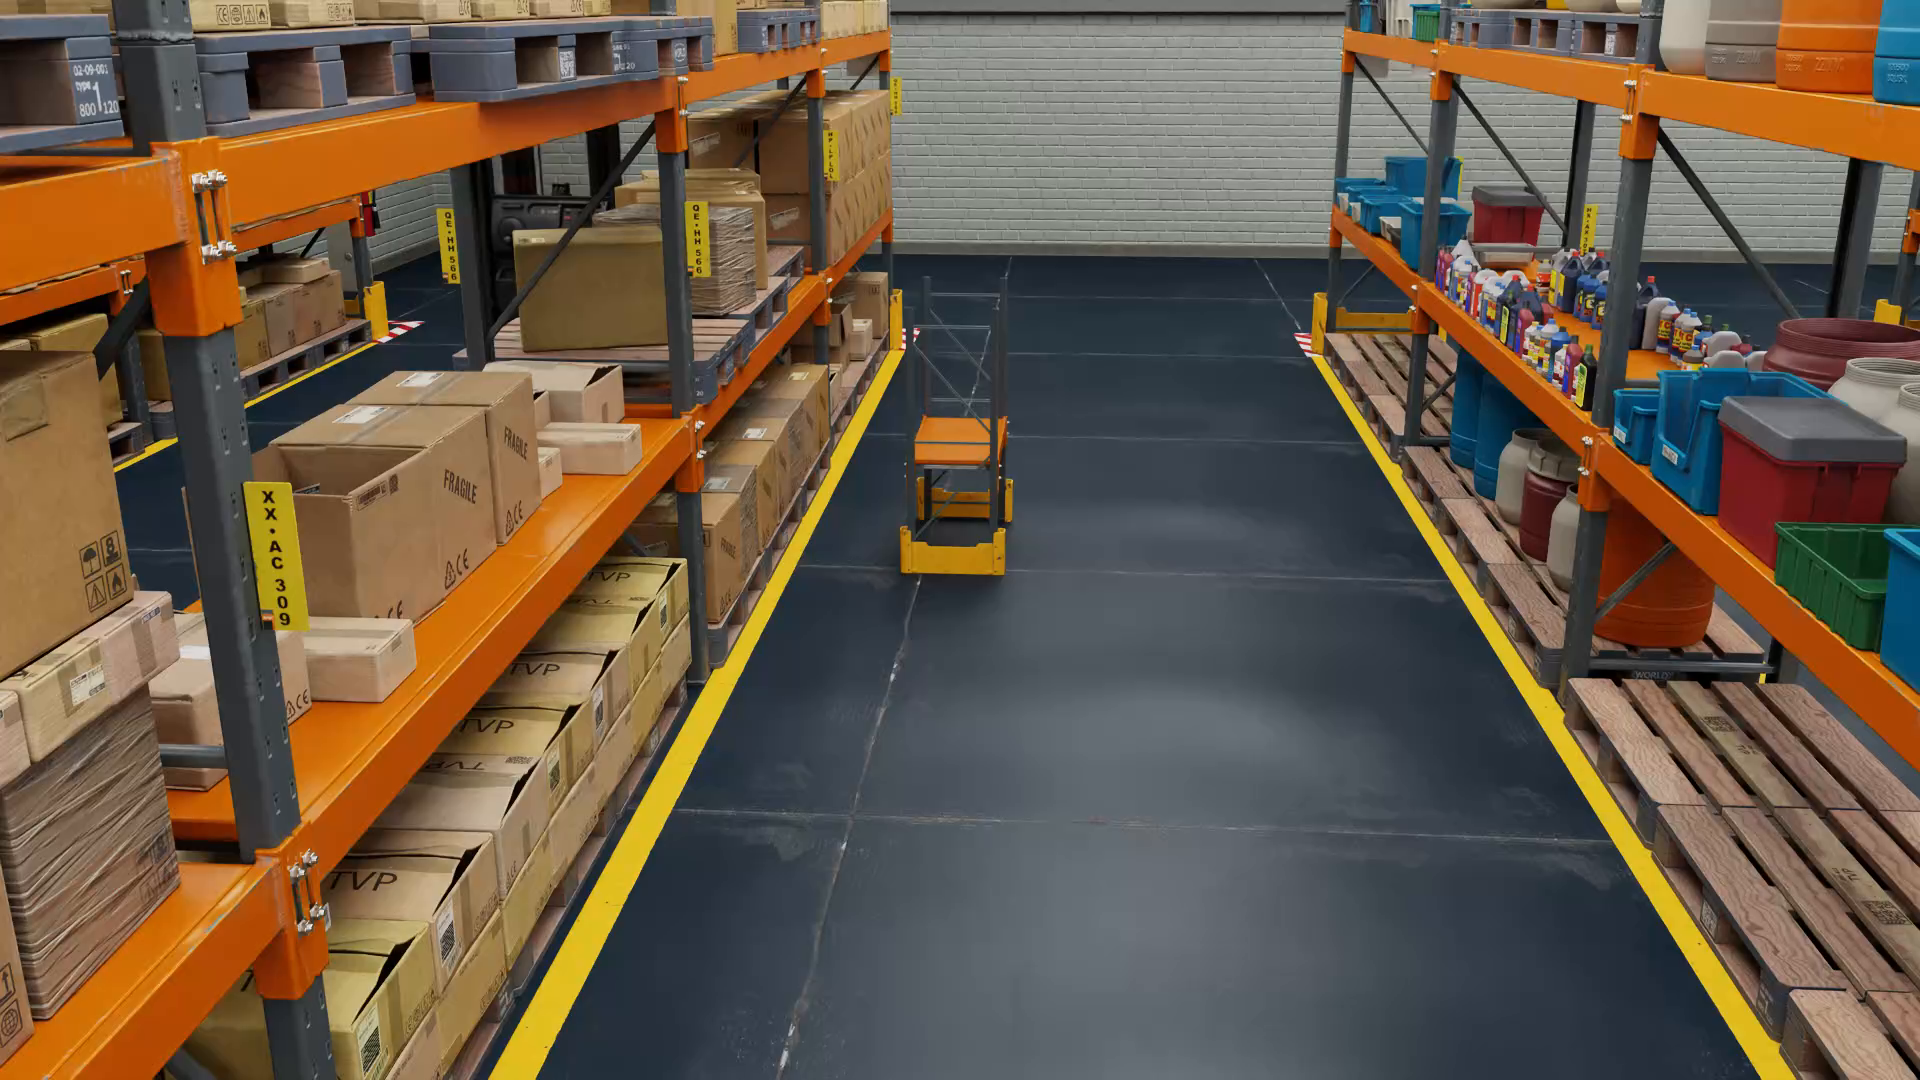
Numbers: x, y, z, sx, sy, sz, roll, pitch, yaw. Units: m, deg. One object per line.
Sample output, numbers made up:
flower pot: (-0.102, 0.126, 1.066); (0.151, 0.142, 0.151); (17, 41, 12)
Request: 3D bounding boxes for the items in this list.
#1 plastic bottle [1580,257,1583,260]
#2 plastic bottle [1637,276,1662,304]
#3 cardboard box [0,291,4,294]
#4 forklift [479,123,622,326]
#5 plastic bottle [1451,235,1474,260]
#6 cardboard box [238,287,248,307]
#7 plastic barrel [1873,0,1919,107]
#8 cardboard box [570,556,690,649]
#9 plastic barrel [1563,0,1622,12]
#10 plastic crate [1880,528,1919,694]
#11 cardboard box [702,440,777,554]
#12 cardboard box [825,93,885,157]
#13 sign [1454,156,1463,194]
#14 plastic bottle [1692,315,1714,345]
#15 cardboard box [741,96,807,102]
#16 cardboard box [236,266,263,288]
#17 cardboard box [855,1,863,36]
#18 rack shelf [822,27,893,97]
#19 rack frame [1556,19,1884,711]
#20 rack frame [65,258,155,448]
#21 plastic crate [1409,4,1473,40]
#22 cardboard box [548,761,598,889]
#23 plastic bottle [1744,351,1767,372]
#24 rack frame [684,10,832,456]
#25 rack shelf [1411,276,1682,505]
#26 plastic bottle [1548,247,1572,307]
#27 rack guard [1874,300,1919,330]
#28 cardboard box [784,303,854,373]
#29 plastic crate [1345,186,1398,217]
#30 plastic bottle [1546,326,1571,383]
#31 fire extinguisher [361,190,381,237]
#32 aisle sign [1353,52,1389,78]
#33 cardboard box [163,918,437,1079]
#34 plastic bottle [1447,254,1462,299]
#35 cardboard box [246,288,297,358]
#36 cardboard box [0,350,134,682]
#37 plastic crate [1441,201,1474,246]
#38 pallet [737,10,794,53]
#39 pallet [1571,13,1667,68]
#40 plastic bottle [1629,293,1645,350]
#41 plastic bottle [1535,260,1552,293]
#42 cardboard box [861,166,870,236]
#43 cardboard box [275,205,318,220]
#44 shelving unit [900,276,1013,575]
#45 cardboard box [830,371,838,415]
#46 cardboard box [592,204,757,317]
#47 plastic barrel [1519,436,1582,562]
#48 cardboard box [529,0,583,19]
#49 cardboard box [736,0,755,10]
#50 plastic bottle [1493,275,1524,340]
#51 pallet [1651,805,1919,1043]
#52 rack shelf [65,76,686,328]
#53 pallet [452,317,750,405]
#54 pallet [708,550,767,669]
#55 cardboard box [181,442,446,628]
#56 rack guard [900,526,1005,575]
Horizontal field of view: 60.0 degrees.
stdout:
plastic bottle: (3.800, -1.597, 10.179); (0.152, 0.276, 0.135); (1, 18, 4)
plastic bottle: (3.714, -1.241, 8.972); (0.144, 0.351, 0.185); (1, 18, 4)
cardboard box: (-6.193, -1.583, 10.308); (0.380, 0.149, 0.250); (1, 18, 4)
forklift: (-3.195, -2.423, 12.609); (1.130, 2.935, 3.031); (3, 18, 9)
plastic bottle: (3.181, -1.761, 10.560); (0.144, 0.351, 0.185); (1, 18, 4)
cardboard box: (-5.950, -1.935, 13.309); (0.380, 0.149, 0.250); (1, 18, 2)
plastic barrel: (2.873, -1.647, 4.511); (0.600, 0.901, 0.708); (1, 18, 4)
cardboard box: (-1.487, 0.240, 7.214); (0.500, 0.311, 0.500); (2, 18, 5)
plastic barrel: (3.222, -2.900, 8.248); (0.433, 0.535, 0.433); (0, 18, 0)
plastic crate: (2.728, 0.243, 4.389); (0.392, 0.384, 0.575); (1, 18, 4)
cardboard box: (-1.304, -0.243, 9.156); (0.500, 0.500, 0.500); (1, 18, 3)
cardboard box: (-0.914, -3.475, 13.944); (0.500, 0.500, 0.500); (2, 18, 5)
sign: (4.369, -3.212, 14.646); (0.100, 0.325, 0.005); (1, 18, 4)
plastic bottle: (3.704, -0.985, 8.298); (0.061, 0.283, 0.133); (1, 18, 4)
cardboard box: (-1.487, -3.326, 13.491); (0.500, 0.500, 0.500); (2, 18, 5)
cardboard box: (-6.257, -2.271, 14.336); (0.380, 0.149, 0.250); (1, 18, 4)
cardboard box: (-1.017, -3.976, 12.665); (0.500, 0.250, 0.500); (1, 18, 4)
rack shelf: (-1.265, -3.716, 12.784); (1.077, 0.370, 4.000); (1, 18, 4)
rack frame: (3.246, -0.657, 7.111); (1.000, 3.000, 0.127); (1, 18, 4)
rack frame: (-6.349, -2.120, 11.577); (1.000, 3.000, 0.127); (1, 18, 4)
plastic crate: (3.279, -3.535, 11.346); (0.416, 0.233, 0.300); (1, 18, 4)
cardboard box: (-1.596, 0.983, 5.846); (0.500, 0.250, 0.500); (2, 18, 5)
plastic bottle: (3.599, -0.725, 7.518); (0.152, 0.276, 0.135); (1, 18, 4)
rack frame: (-1.408, -2.011, 11.243); (1.000, 3.000, 0.127); (1, 18, 4)
rack shelf: (3.389, -0.936, 9.118); (1.077, 0.370, 4.000); (1, 18, 4)
plastic bottle: (3.649, -1.586, 10.026); (0.144, 0.351, 0.185); (1, 18, 4)
rack guard: (8.761, -1.851, 14.768); (1.175, 0.500, 0.348); (1, 18, 4)
cardboard box: (-1.279, -1.617, 13.344); (0.797, 0.503, 0.637); (1, 18, 4)
plastic crate: (3.426, -2.817, 13.875); (0.416, 0.233, 0.300); (1, 18, 4)
plastic bottle: (2.906, -0.899, 8.055); (0.097, 0.271, 0.097); (0, 18, 0)
fire extinguisher: (-5.591, -3.185, 15.550); (0.296, 0.674, 0.183); (1, 18, 4)
aisle sign: (3.528, -4.406, 14.377); (0.394, 0.787, 0.004); (1, 18, 4)
cardboard box: (-1.703, 1.191, 4.310); (0.500, 0.311, 0.500); (1, 18, 4)
plastic bottle: (3.074, -1.626, 10.274); (0.097, 0.271, 0.097); (0, 18, 0)
cardboard box: (-6.084, -1.843, 14.071); (0.700, 0.500, 0.500); (1, 18, 2)
cardboard box: (-2.007, -0.052, 3.022); (0.700, 0.500, 0.500); (1, 18, 4)
plastic crate: (3.826, -2.342, 12.346); (0.437, 0.282, 0.530); (1, 18, 4)
pallet: (-1.596, -2.824, 9.209); (1.213, 0.211, 1.003); (1, 18, 4)
pallet: (3.398, -2.228, 7.391); (1.003, 0.211, 1.213); (1, 18, 4)
plastic bottle: (3.552, -1.203, 8.855); (0.144, 0.351, 0.185); (1, 18, 4)
plastic bottle: (3.701, -1.672, 10.528); (0.097, 0.201, 0.097); (0, 18, 0)
cardboard box: (-0.993, -2.683, 13.134); (0.500, 0.500, 0.500); (1, 18, 3)
cardboard box: (-6.130, -3.120, 14.147); (0.980, 0.700, 0.700); (1, 18, 3)
shelving unit: (-0.005, -0.689, 9.617); (0.587, 1.500, 1.083); (1, 18, 4)
cardboard box: (-1.162, -1.068, 11.976); (0.500, 0.311, 0.500); (1, 18, 4)
cardboard box: (-1.506, -1.494, 8.829); (0.700, 0.500, 0.500); (5, 19, 14)
plastic barrel: (3.345, -0.214, 8.956); (0.600, 0.588, 0.708); (1, 18, 4)
cardboard box: (-1.691, -2.017, 6.011); (0.500, 0.250, 0.500); (2, 18, 5)
cardboard box: (-1.543, -3.368, 9.572); (0.600, 0.600, 0.600); (1, 18, 3)
plastic bottle: (3.007, -1.271, 9.064); (0.144, 0.351, 0.185); (1, 18, 4)
pallet: (3.061, 1.286, 5.660); (1.003, 0.211, 1.213); (1, 18, 4)
rack shelf: (-1.838, -1.231, 5.201); (1.077, 0.370, 4.000); (1, 18, 4)
pallet: (-1.716, -0.890, 8.129); (1.213, 0.211, 1.003); (1, 18, 4)
pallet: (-1.604, 0.325, 8.591); (1.003, 0.211, 1.213); (1, 18, 4)
cardboard box: (-1.872, 0.024, 4.871); (0.500, 0.500, 0.500); (3, 18, 8)
rack guard: (-0.041, 0.060, 9.340); (0.587, 0.250, 0.087); (1, 18, 4)
